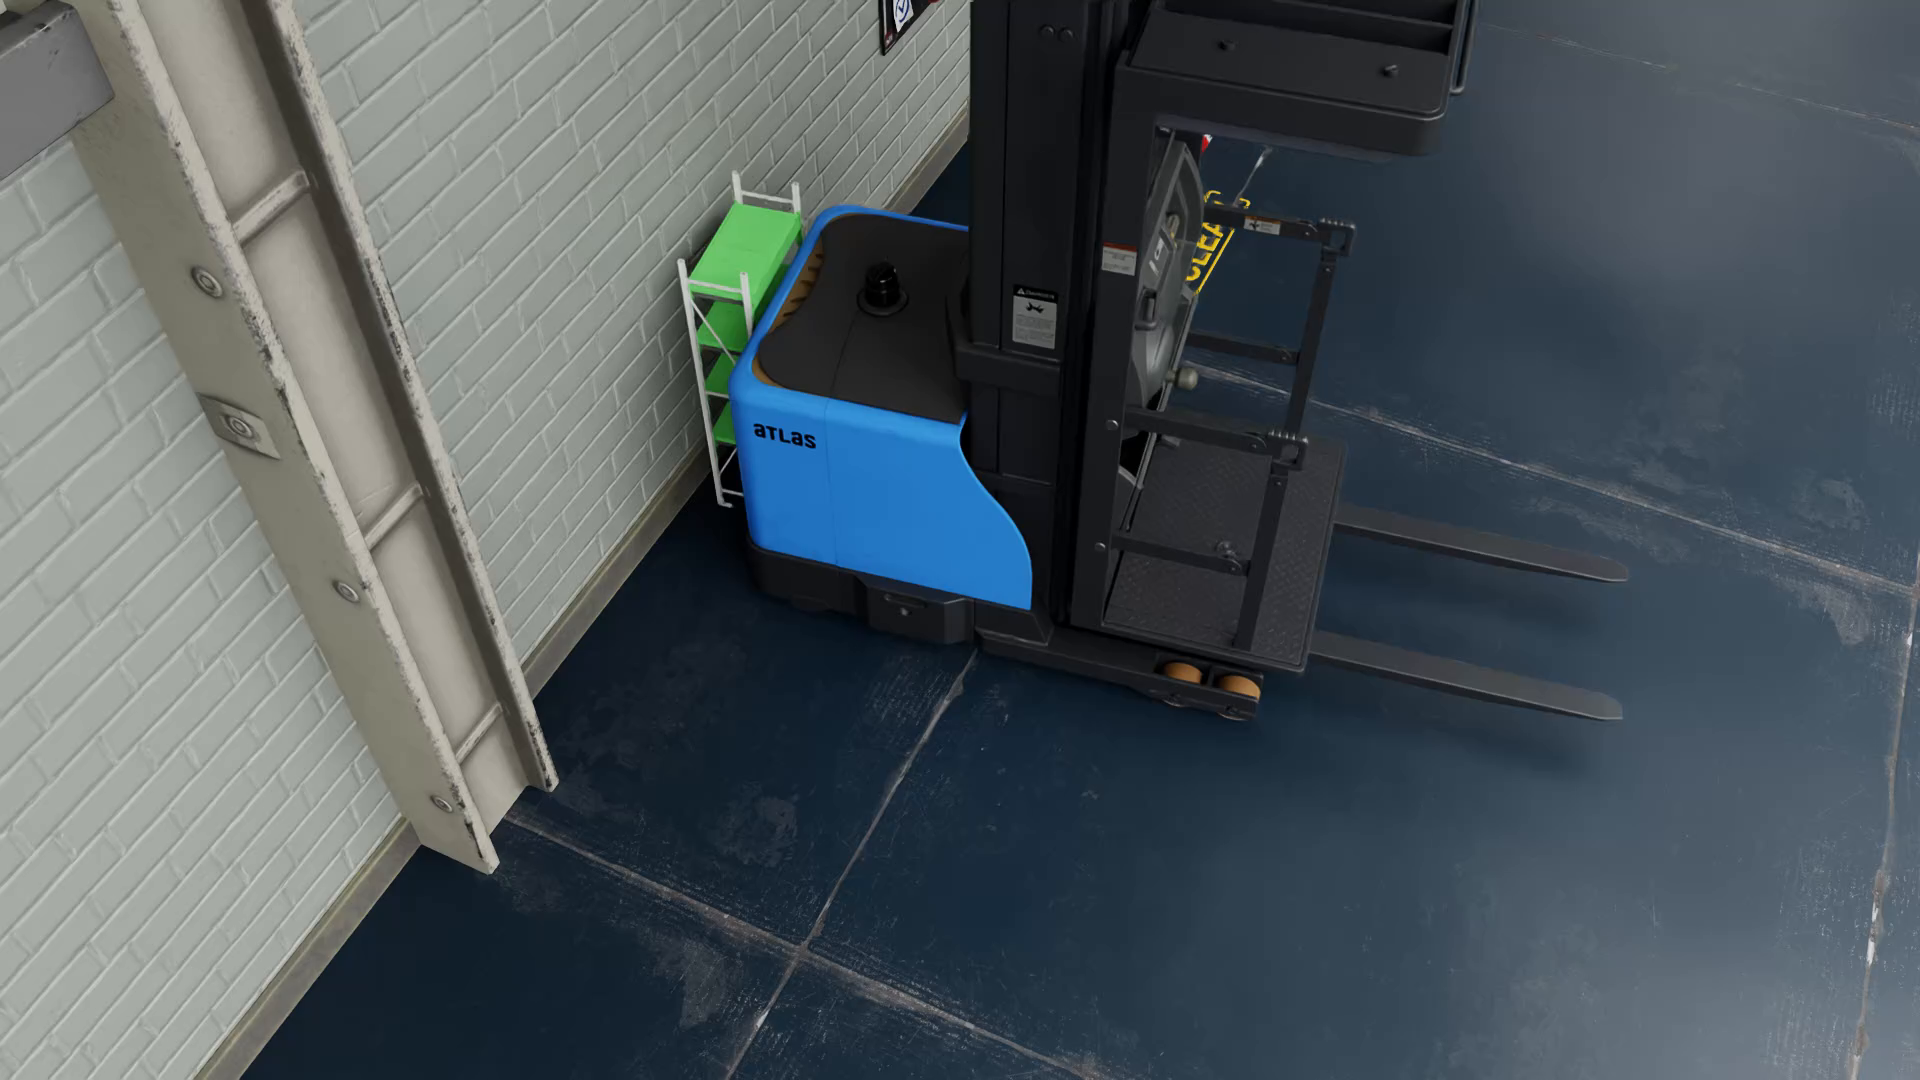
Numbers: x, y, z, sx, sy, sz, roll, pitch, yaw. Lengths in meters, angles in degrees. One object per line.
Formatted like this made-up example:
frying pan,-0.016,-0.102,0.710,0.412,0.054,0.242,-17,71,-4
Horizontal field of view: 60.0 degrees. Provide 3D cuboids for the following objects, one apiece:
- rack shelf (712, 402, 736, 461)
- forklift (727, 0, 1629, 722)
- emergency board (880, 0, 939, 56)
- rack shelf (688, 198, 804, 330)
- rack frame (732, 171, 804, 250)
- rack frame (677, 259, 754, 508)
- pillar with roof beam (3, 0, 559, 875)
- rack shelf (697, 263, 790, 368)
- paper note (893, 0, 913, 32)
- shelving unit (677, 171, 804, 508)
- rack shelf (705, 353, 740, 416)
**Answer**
rack shelf,-0.741,-0.485,6.274,0.258,0.148,0.480,13,51,11
forklift,0.816,-0.785,4.993,3.031,2.935,1.130,13,51,11
emergency board,-0.088,-2.525,6.429,0.194,1.169,0.643,20,52,16
rack shelf,-0.741,-0.952,5.725,0.258,0.148,0.480,13,51,11
rack frame,-0.672,-0.860,6.194,0.240,1.200,0.015,13,51,11
rack frame,-0.810,-0.504,5.890,0.240,1.200,0.015,13,51,11
pillar with roof beam,2.331,-0.626,0.874,9.100,9.000,0.400,20,52,16
rack shelf,-0.741,-0.796,5.908,0.258,0.148,0.480,13,51,11
paper note,-0.227,-2.140,6.680,0.016,0.148,0.142,20,52,16
shelving unit,-0.741,-0.682,6.042,0.258,1.200,0.503,13,51,11
rack shelf,-0.741,-0.640,6.091,0.258,0.148,0.480,13,51,11
